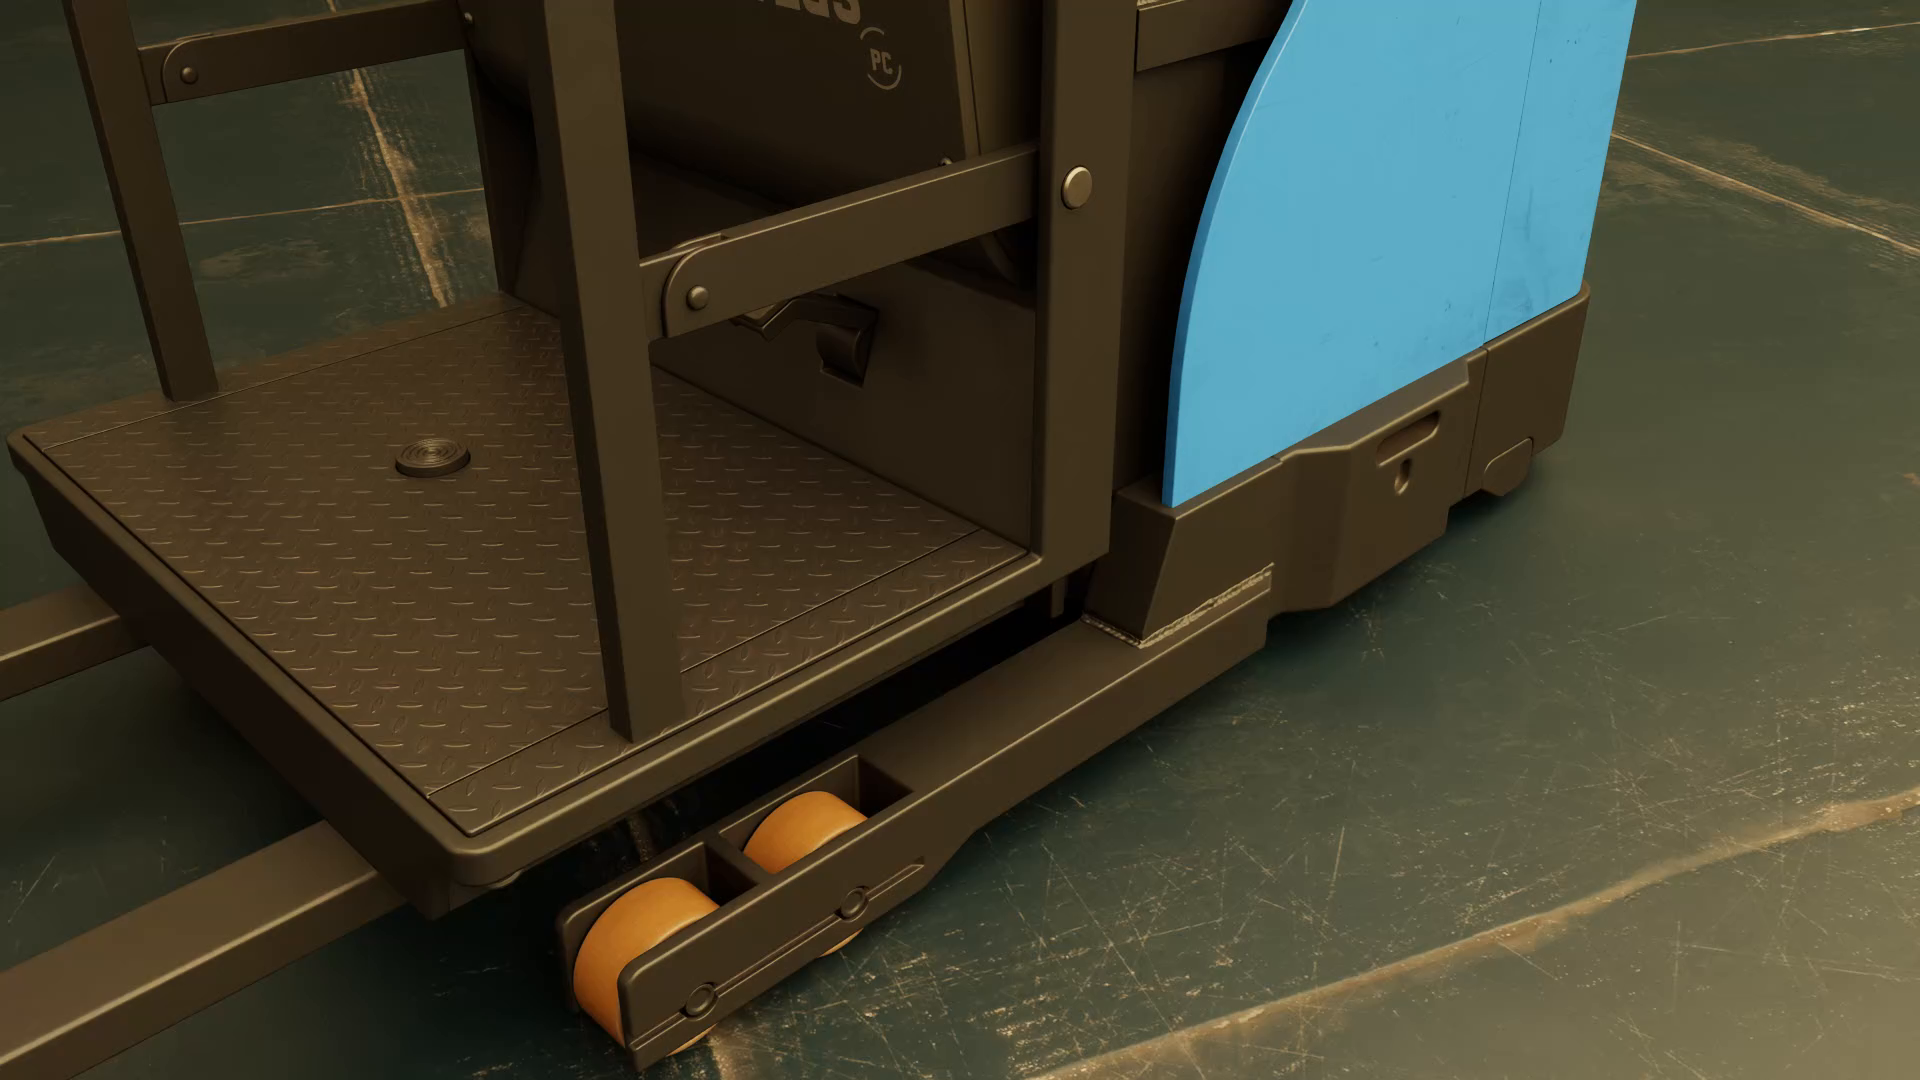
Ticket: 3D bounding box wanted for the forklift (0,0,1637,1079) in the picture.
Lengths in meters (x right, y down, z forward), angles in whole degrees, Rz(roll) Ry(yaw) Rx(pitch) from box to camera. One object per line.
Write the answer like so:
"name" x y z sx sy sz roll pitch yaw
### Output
"forklift" -0.435 -1.063 1.405 3.031 2.935 1.130 -26 39 -37
